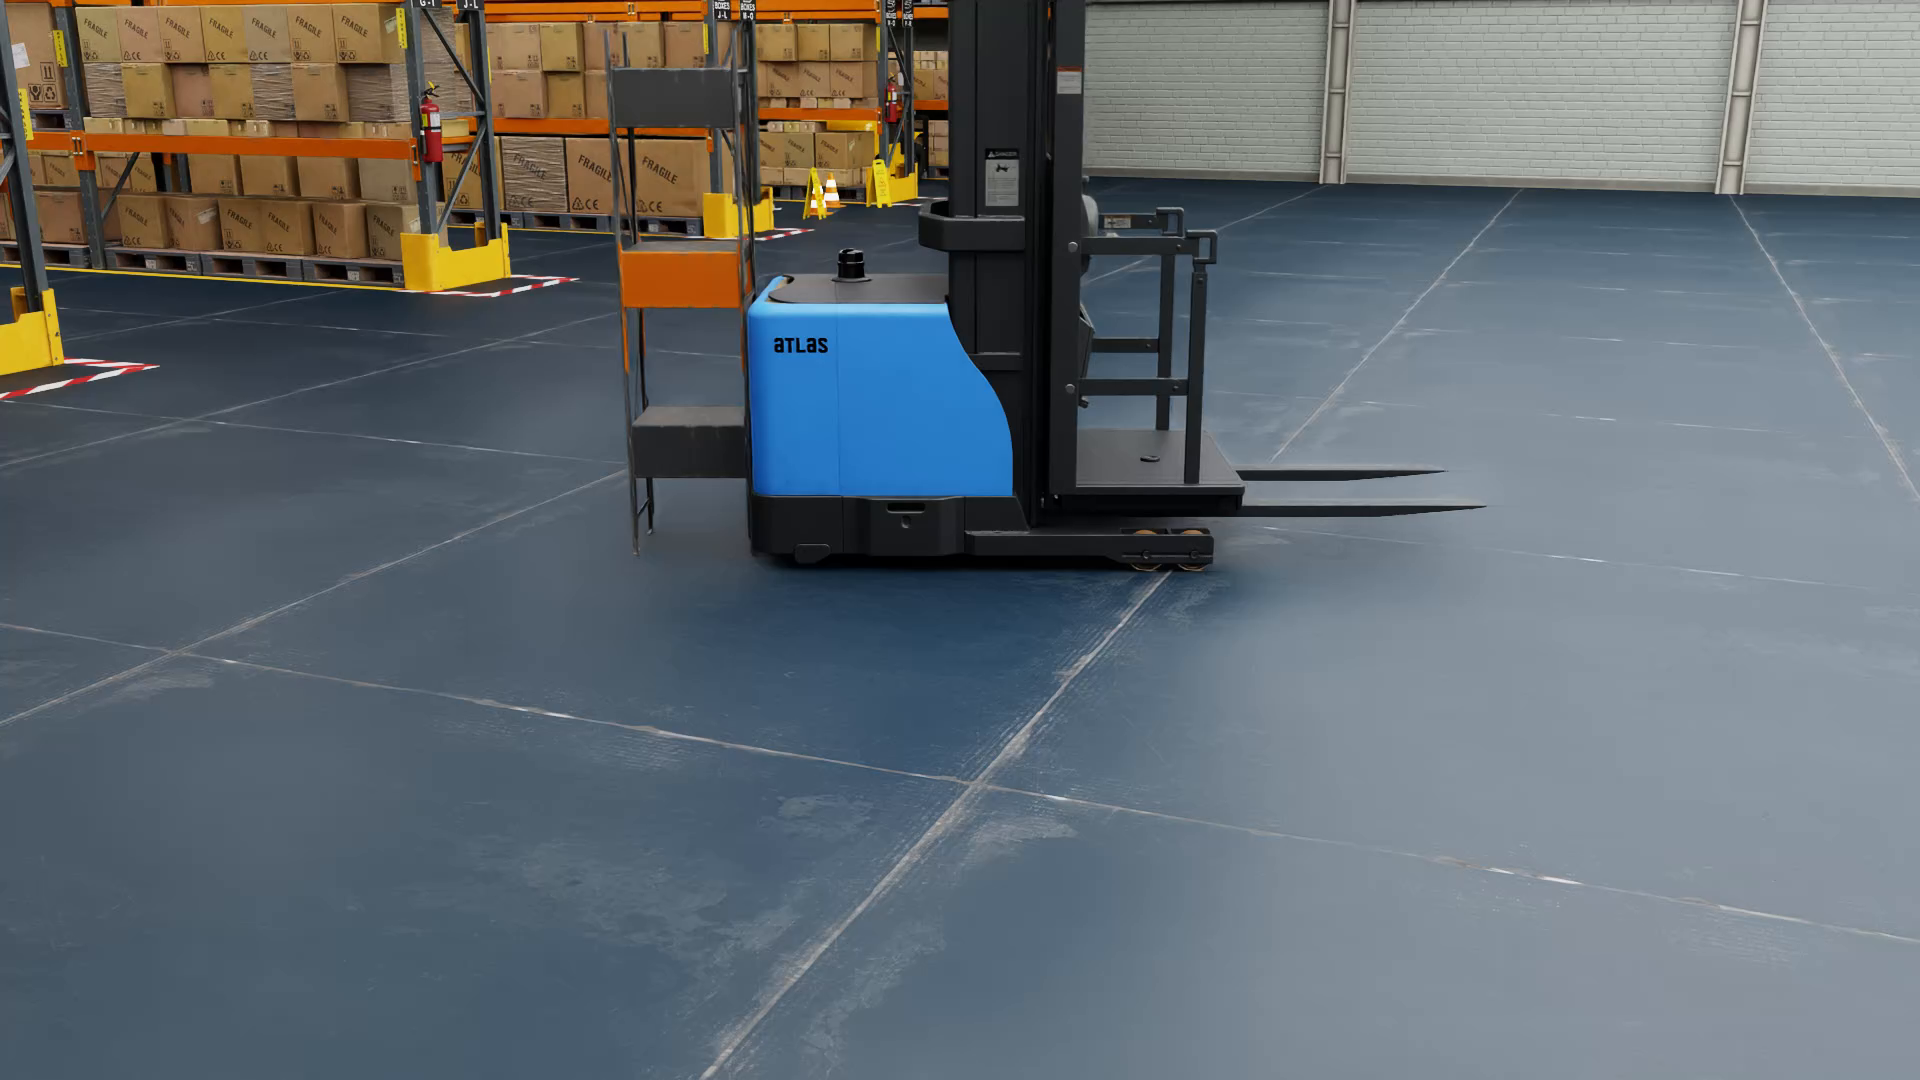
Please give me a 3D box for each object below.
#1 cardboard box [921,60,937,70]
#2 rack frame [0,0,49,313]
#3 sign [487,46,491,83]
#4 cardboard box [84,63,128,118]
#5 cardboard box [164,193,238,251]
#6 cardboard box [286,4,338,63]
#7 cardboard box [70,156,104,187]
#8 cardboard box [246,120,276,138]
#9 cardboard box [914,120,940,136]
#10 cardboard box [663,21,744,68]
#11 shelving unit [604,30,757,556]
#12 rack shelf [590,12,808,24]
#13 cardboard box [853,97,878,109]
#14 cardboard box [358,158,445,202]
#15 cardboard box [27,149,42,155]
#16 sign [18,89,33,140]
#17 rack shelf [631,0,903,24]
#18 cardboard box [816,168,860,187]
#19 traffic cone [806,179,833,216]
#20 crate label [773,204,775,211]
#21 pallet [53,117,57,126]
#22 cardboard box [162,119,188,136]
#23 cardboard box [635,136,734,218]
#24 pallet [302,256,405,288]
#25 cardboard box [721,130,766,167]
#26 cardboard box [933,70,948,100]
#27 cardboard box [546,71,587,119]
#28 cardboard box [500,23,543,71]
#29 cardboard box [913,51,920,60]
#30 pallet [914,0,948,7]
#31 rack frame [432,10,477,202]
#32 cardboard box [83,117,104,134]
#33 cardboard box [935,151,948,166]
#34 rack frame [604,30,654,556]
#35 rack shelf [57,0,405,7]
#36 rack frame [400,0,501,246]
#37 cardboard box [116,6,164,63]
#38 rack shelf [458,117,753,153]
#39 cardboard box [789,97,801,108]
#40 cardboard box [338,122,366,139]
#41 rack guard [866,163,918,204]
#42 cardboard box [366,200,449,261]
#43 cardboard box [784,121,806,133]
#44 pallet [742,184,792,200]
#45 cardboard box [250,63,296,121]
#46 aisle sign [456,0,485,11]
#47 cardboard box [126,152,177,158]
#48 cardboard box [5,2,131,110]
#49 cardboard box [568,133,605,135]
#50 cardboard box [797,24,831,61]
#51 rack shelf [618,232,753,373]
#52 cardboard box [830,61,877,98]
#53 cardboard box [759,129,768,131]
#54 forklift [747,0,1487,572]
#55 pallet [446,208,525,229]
[{"bbox_3d":[-0.478,-8.090,28.316,0.250,0.149,0.380,6,17,19],"label":"cardboard box"},{"bbox_3d":[-6.364,-2.520,10.475,0.127,3.000,1.000,6,17,21],"label":"rack frame"},{"bbox_3d":[-4.348,-4.362,15.264,0.005,0.325,0.100,6,17,21],"label":"sign"},{"bbox_3d":[-7.872,-4.343,16.040,0.500,0.500,0.875,6,17,21],"label":"cardboard box"},{"bbox_3d":[-7.375,-3.108,16.228,0.500,0.500,0.500,13,21,38],"label":"cardboard box"},{"bbox_3d":[-5.616,-4.518,14.849,0.500,0.500,0.500,6,17,21],"label":"cardboard box"},{"bbox_3d":[-11.763,-5.004,22.761,0.500,0.500,0.500,5,17,18],"label":"cardboard box"},{"bbox_3d":[-6.322,-3.786,15.286,0.250,0.149,0.380,6,17,21],"label":"cardboard box"},{"bbox_3d":[-0.586,-7.090,28.602,0.500,0.250,0.500,7,17,21],"label":"cardboard box"},{"bbox_3d":[-2.964,-5.720,19.290,0.550,0.550,0.875,6,17,21],"label":"cardboard box"},{"bbox_3d":[-1.111,-0.995,6.836,0.503,2.100,0.431,0,16,0],"label":"shelving unit"},{"bbox_3d":[-4.674,-9.372,29.986,4.000,0.370,1.077,6,17,21],"label":"rack shelf"},{"bbox_3d":[-1.337,-6.237,23.729,0.250,0.149,0.380,7,18,22],"label":"cardboard box"},{"bbox_3d":[-6.964,-4.652,21.099,0.750,0.750,1.050,6,17,20],"label":"cardboard box"},{"bbox_3d":[-12.709,-5.472,23.028,0.500,0.250,0.500,7,18,22],"label":"cardboard box"},{"bbox_3d":[-6.158,-2.796,10.927,0.005,0.325,0.100,6,17,21],"label":"sign"},{"bbox_3d":[-2.771,-7.675,24.140,4.000,0.370,1.077,6,17,21],"label":"rack shelf"},{"bbox_3d":[-1.784,-5.272,24.131,0.500,0.250,0.500,6,17,20],"label":"cardboard box"},{"bbox_3d":[-1.875,-4.544,21.995,0.334,0.463,0.336,6,17,21],"label":"traffic cone"},{"bbox_3d":[-2.629,-4.452,22.262,0.298,0.136,0.250,-2,16,-8],"label":"crate label"},{"bbox_3d":[-10.132,-4.339,17.085,1.213,0.211,1.003,6,17,21],"label":"pallet"},{"bbox_3d":[-7.254,-3.887,15.633,0.250,0.149,0.380,6,17,21],"label":"cardboard box"},{"bbox_3d":[-3.288,-4.315,19.713,0.875,0.875,0.875,6,17,21],"label":"cardboard box"},{"bbox_3d":[-5.360,-2.566,15.634,1.213,0.211,1.003,6,17,21],"label":"pallet"},{"bbox_3d":[-3.198,-5.790,24.572,0.500,0.500,0.500,7,18,24],"label":"cardboard box"},{"bbox_3d":[-0.126,-7.749,28.305,0.500,0.500,0.500,7,18,22],"label":"cardboard box"},{"bbox_3d":[-4.497,-5.363,19.999,0.500,0.550,0.875,6,17,21],"label":"cardboard box"},{"bbox_3d":[-5.017,-5.917,19.970,0.550,0.550,0.875,6,17,21],"label":"cardboard box"},{"bbox_3d":[-0.727,-8.252,28.341,0.250,0.149,0.380,7,17,22],"label":"cardboard box"},{"bbox_3d":[-0.880,-9.264,28.484,1.213,0.211,1.003,6,17,21],"label":"pallet"},{"bbox_3d":[-6.354,-5.490,20.705,0.127,3.000,1.000,6,17,21],"label":"rack frame"},{"bbox_3d":[-8.178,-3.994,16.000,0.250,0.149,0.380,6,17,21],"label":"cardboard box"},{"bbox_3d":[-0.105,-6.564,28.581,0.500,0.250,0.500,6,17,21],"label":"cardboard box"},{"bbox_3d":[-1.355,-0.995,6.836,0.015,2.100,0.400,0,16,0],"label":"rack frame"},{"bbox_3d":[-6.407,-5.105,15.287,4.000,0.370,1.077,6,17,21],"label":"rack shelf"},{"bbox_3d":[-4.547,-3.805,14.900,0.127,3.000,1.000,6,17,21],"label":"rack frame"},{"bbox_3d":[-7.477,-4.723,15.554,0.500,0.500,0.500,6,17,21],"label":"cardboard box"},{"bbox_3d":[-4.493,-4.940,20.101,4.000,0.370,1.077,6,17,21],"label":"rack shelf"},{"bbox_3d":[-2.281,-6.347,24.108,0.250,0.149,0.380,7,17,21],"label":"cardboard box"},{"bbox_3d":[-5.371,-3.698,14.982,0.250,0.149,0.380,6,17,21],"label":"cardboard box"},{"bbox_3d":[-0.981,-5.183,24.129,0.348,0.500,1.175,6,17,21],"label":"rack guard"},{"bbox_3d":[-5.122,-2.874,15.425,0.500,0.500,0.500,10,19,31],"label":"cardboard box"},{"bbox_3d":[-2.350,-5.989,24.093,0.250,0.149,0.380,7,17,22],"label":"cardboard box"},{"bbox_3d":[-2.855,-5.261,24.918,1.213,0.211,1.003,6,17,21],"label":"pallet"},{"bbox_3d":[-6.007,-4.142,15.347,0.500,0.500,0.875,6,17,21],"label":"cardboard box"},{"bbox_3d":[-4.379,-5.125,14.784,0.004,0.787,0.394,6,17,21],"label":"aisle sign"},{"bbox_3d":[-10.807,-5.263,22.307,0.500,0.250,0.500,6,17,19],"label":"cardboard box"},{"bbox_3d":[-8.956,-4.822,16.573,1.000,1.000,1.000,6,17,21],"label":"cardboard box"},{"bbox_3d":[-7.007,-7.470,31.255,0.500,0.500,0.500,7,18,22],"label":"cardboard box"},{"bbox_3d":[-1.934,-7.096,23.729,0.500,0.500,0.700,6,17,21],"label":"cardboard box"},{"bbox_3d":[-1.111,-0.982,6.840,0.480,0.518,0.431,0,16,0],"label":"rack shelf"},{"bbox_3d":[-1.517,-6.550,23.643,0.500,0.500,0.500,6,17,20],"label":"cardboard box"},{"bbox_3d":[-3.034,-5.931,25.058,0.500,0.500,0.500,7,18,24],"label":"cardboard box"},{"bbox_3d":[0.663,-1.428,6.837,3.031,2.935,1.130,0,16,0],"label":"forklift"},{"bbox_3d":[-5.675,-4.053,20.756,1.213,0.211,1.003,6,17,21],"label":"pallet"}]
